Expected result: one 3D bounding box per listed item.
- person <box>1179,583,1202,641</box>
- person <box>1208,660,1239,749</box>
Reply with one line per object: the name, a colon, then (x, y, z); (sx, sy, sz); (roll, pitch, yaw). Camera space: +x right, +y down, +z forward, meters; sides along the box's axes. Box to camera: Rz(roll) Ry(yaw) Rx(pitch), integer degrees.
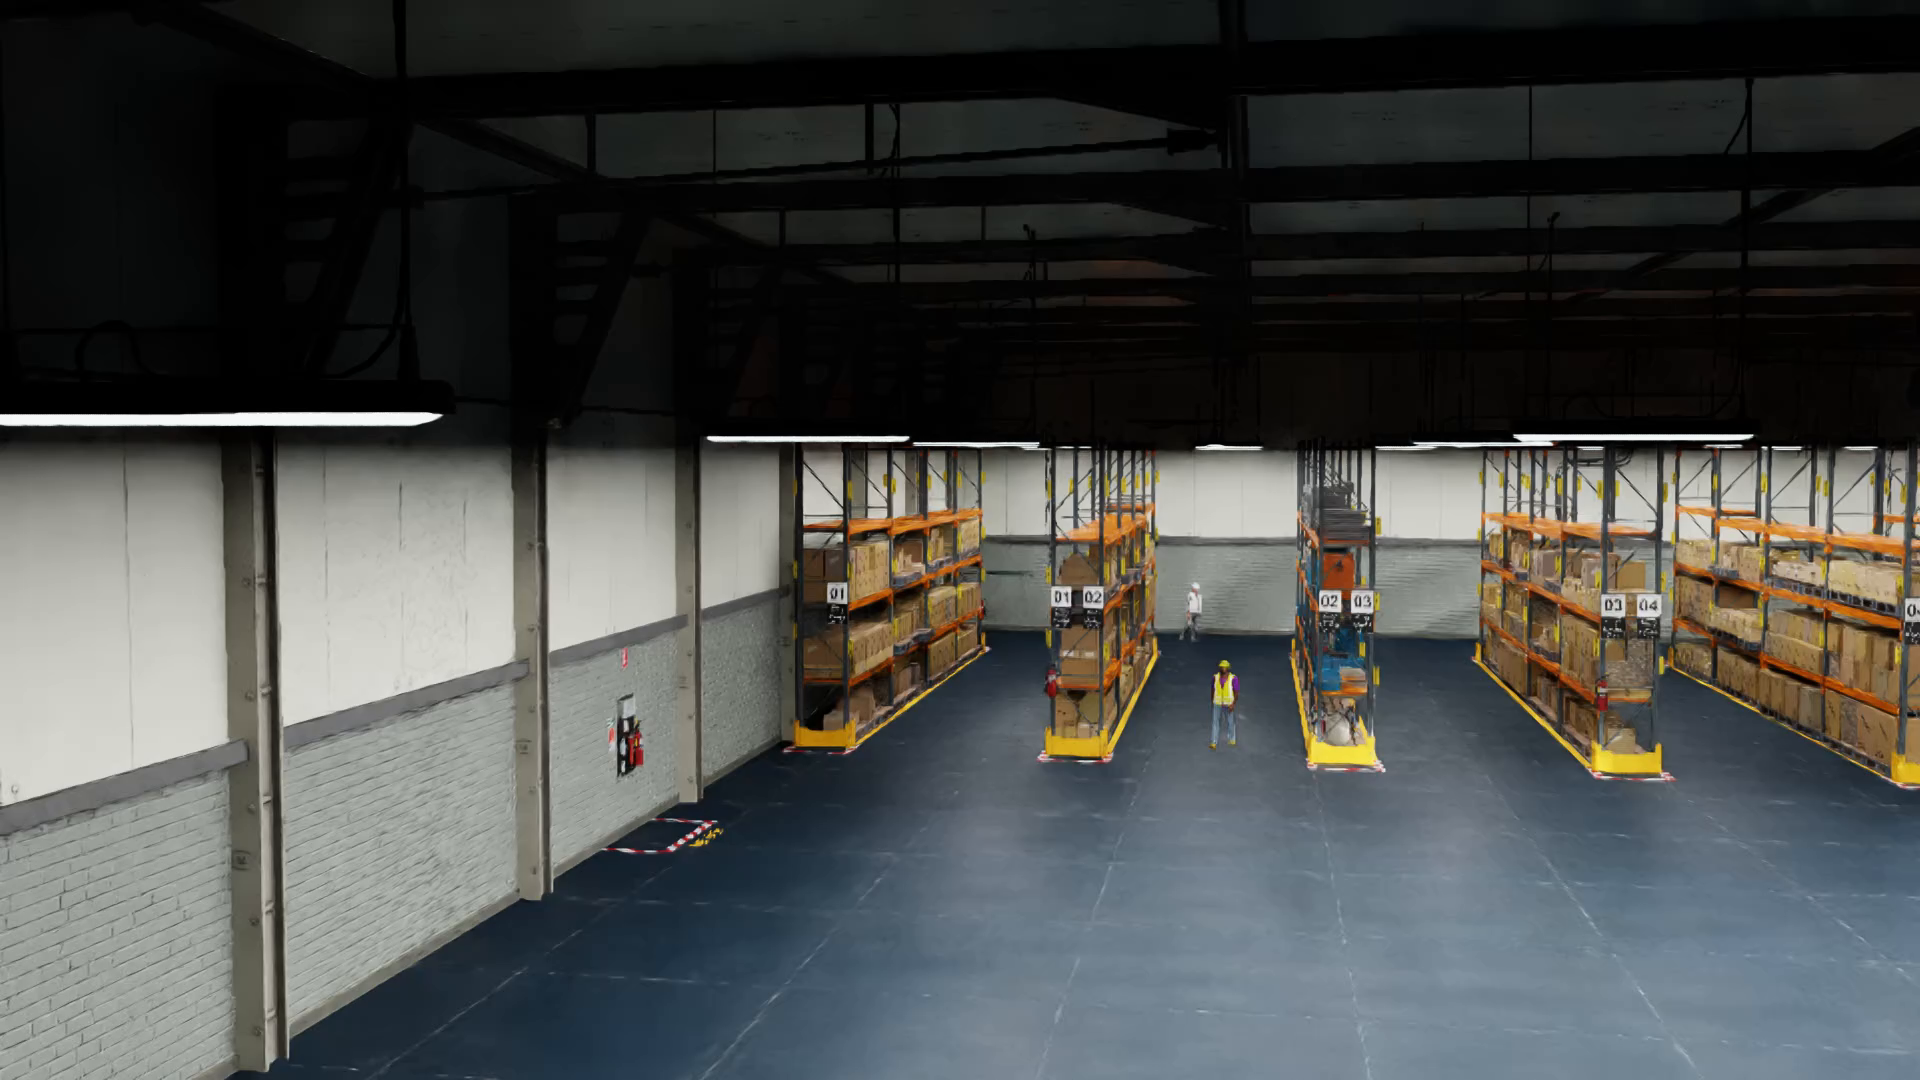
person: (6.995, 2.174, 50.403); (0.712, 1.763, 0.519); (-2, 3, -30)
person: (5.107, 3.155, 32.118); (0.572, 1.704, 1.030); (1, 3, 19)
